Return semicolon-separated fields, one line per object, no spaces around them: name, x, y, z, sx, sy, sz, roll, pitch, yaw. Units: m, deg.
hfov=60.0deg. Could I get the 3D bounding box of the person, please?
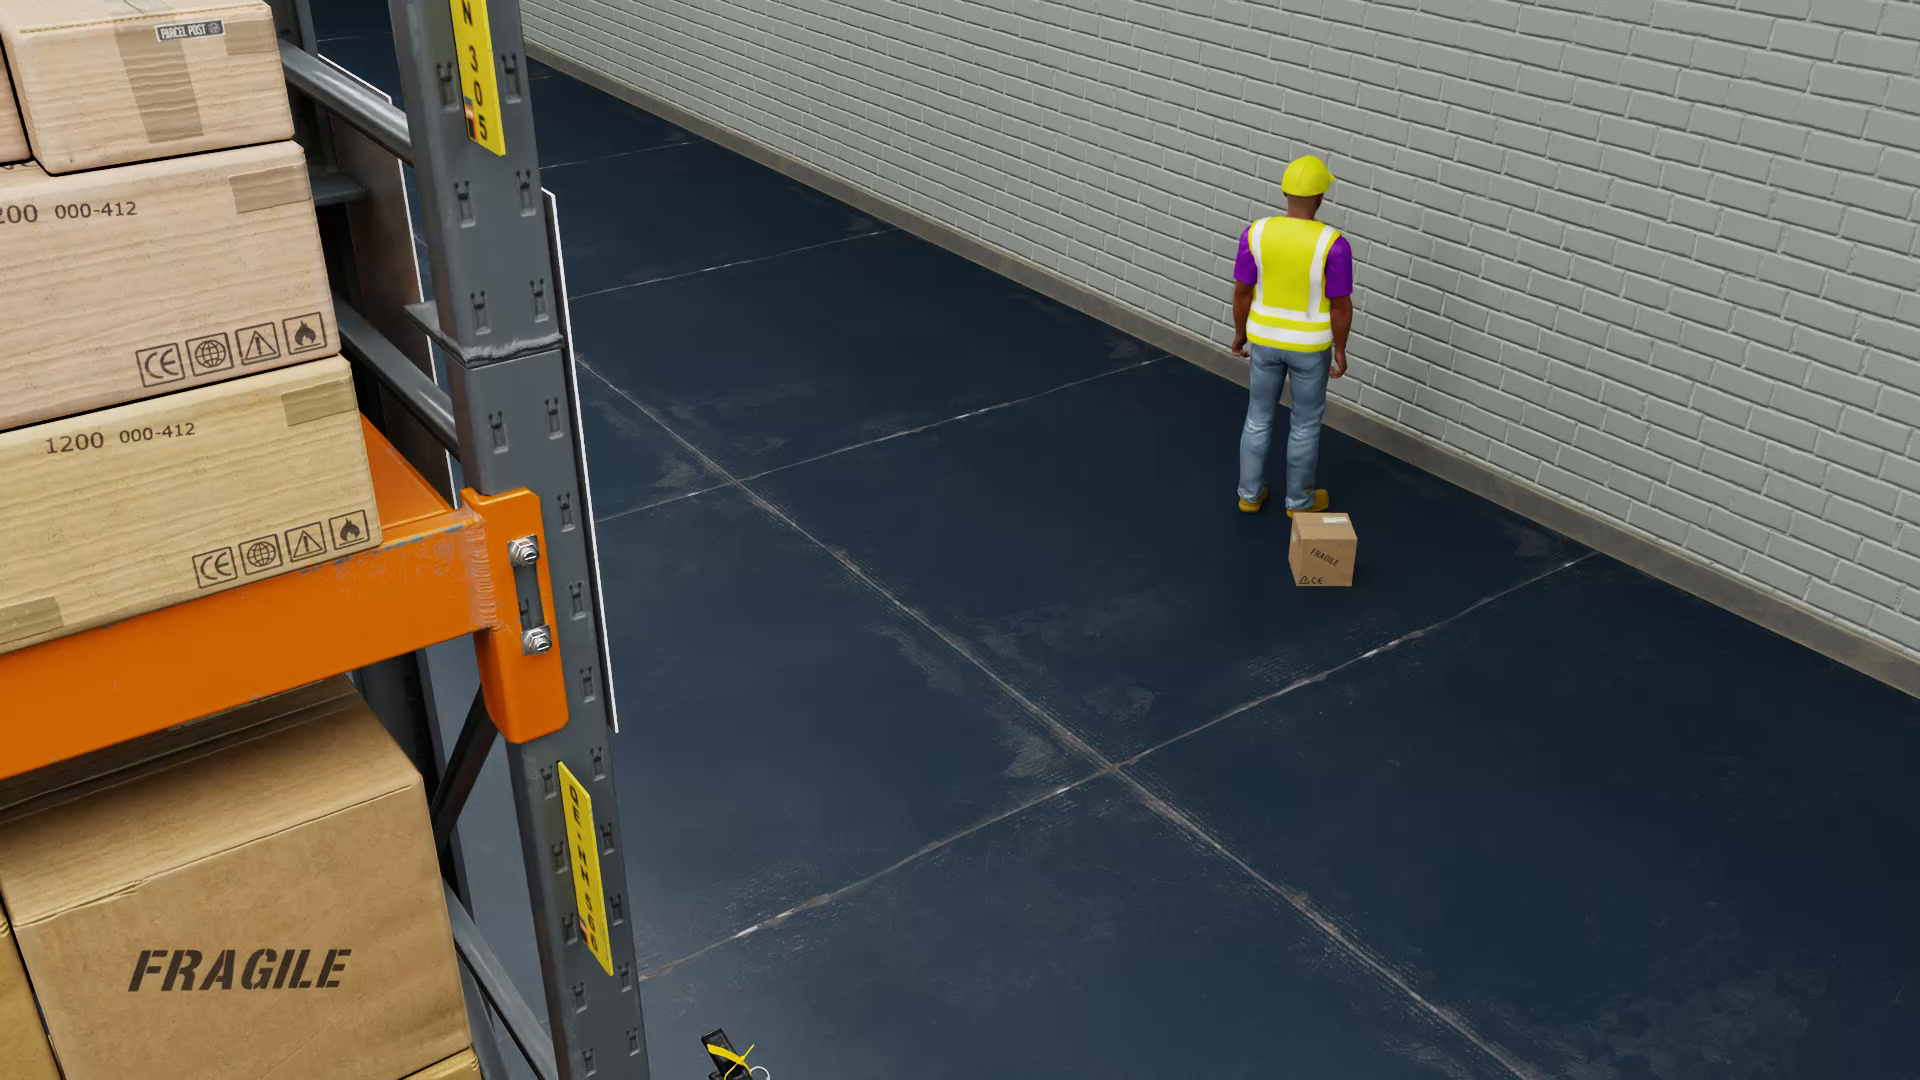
person;1.564;-0.942;7.836;0.564;1.771;0.390;14;31;24
